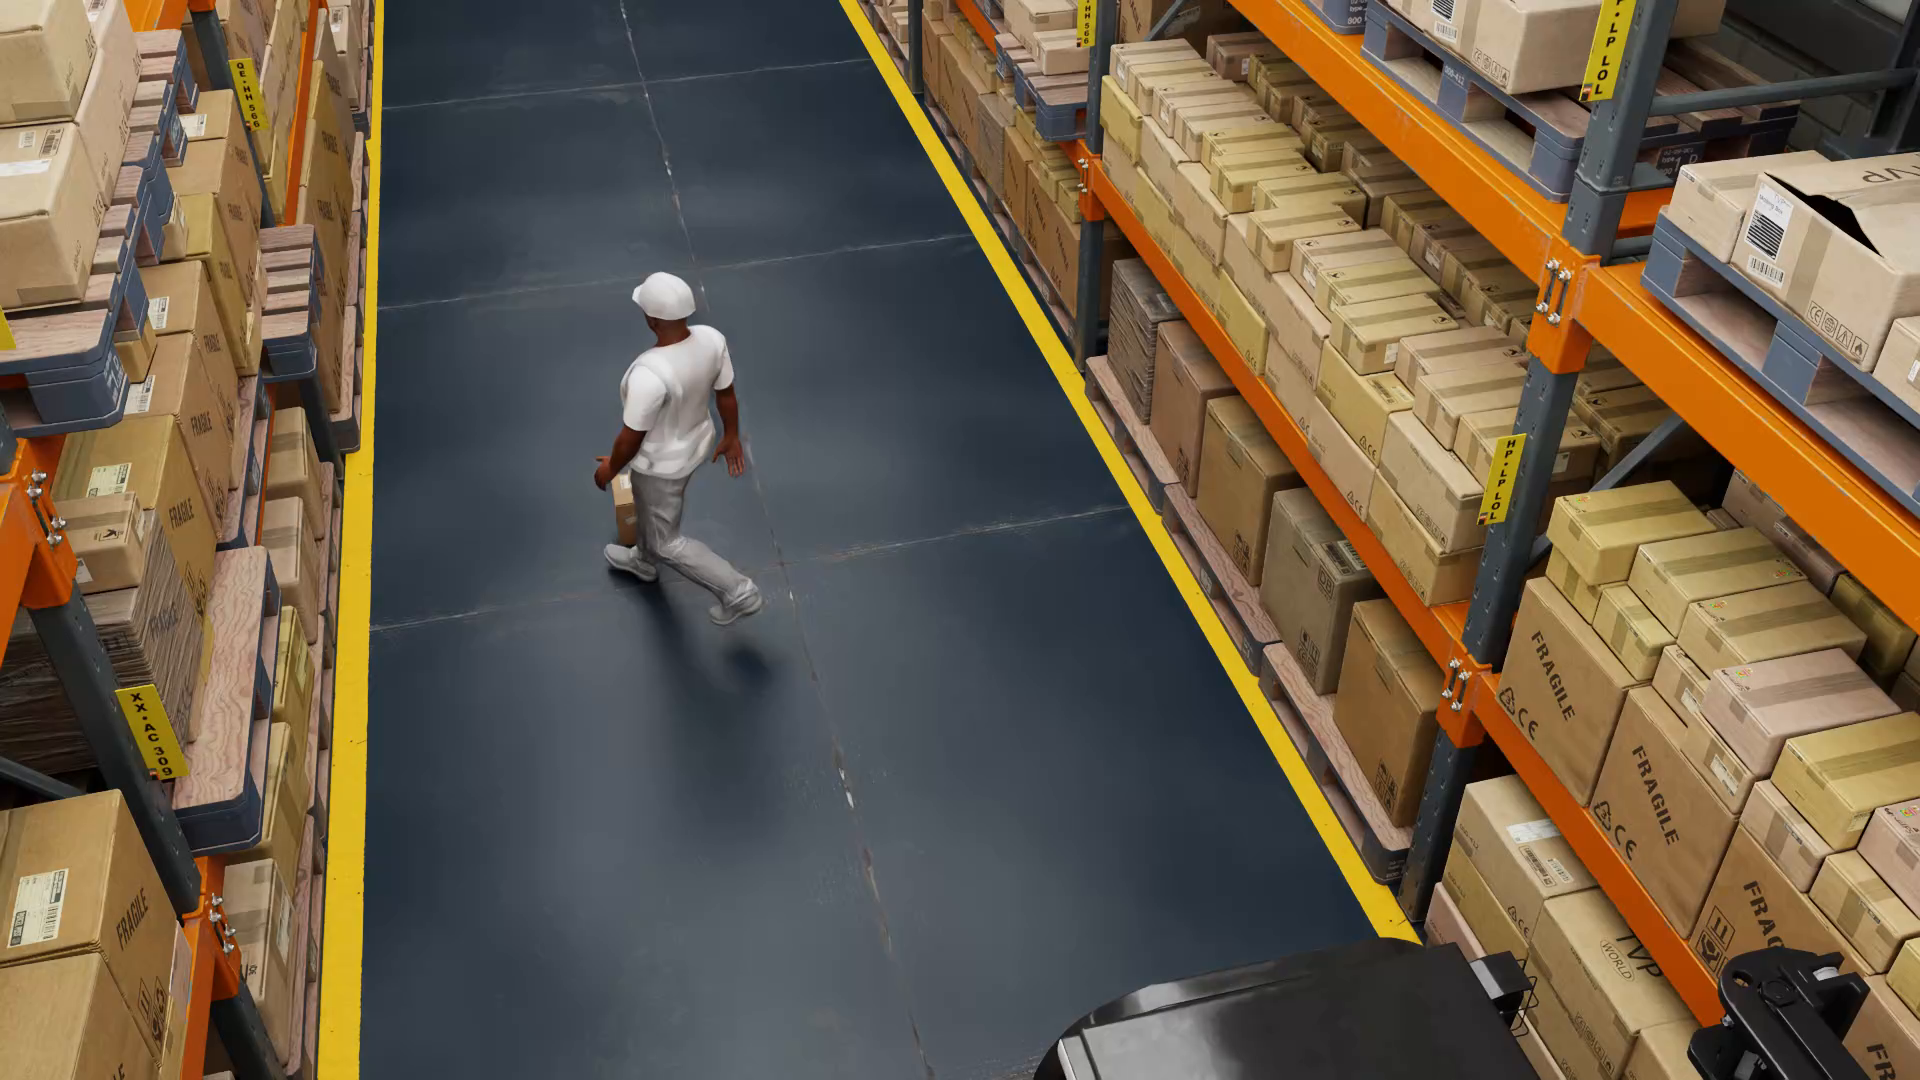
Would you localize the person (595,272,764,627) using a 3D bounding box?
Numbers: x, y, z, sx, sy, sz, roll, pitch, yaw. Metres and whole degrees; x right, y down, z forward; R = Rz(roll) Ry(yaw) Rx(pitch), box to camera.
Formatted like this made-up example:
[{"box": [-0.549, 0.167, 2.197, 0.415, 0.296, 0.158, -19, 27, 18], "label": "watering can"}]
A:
[{"box": [-1.284, -0.397, 7.230, 0.993, 1.719, 0.571, 15, 40, 18], "label": "person"}]
